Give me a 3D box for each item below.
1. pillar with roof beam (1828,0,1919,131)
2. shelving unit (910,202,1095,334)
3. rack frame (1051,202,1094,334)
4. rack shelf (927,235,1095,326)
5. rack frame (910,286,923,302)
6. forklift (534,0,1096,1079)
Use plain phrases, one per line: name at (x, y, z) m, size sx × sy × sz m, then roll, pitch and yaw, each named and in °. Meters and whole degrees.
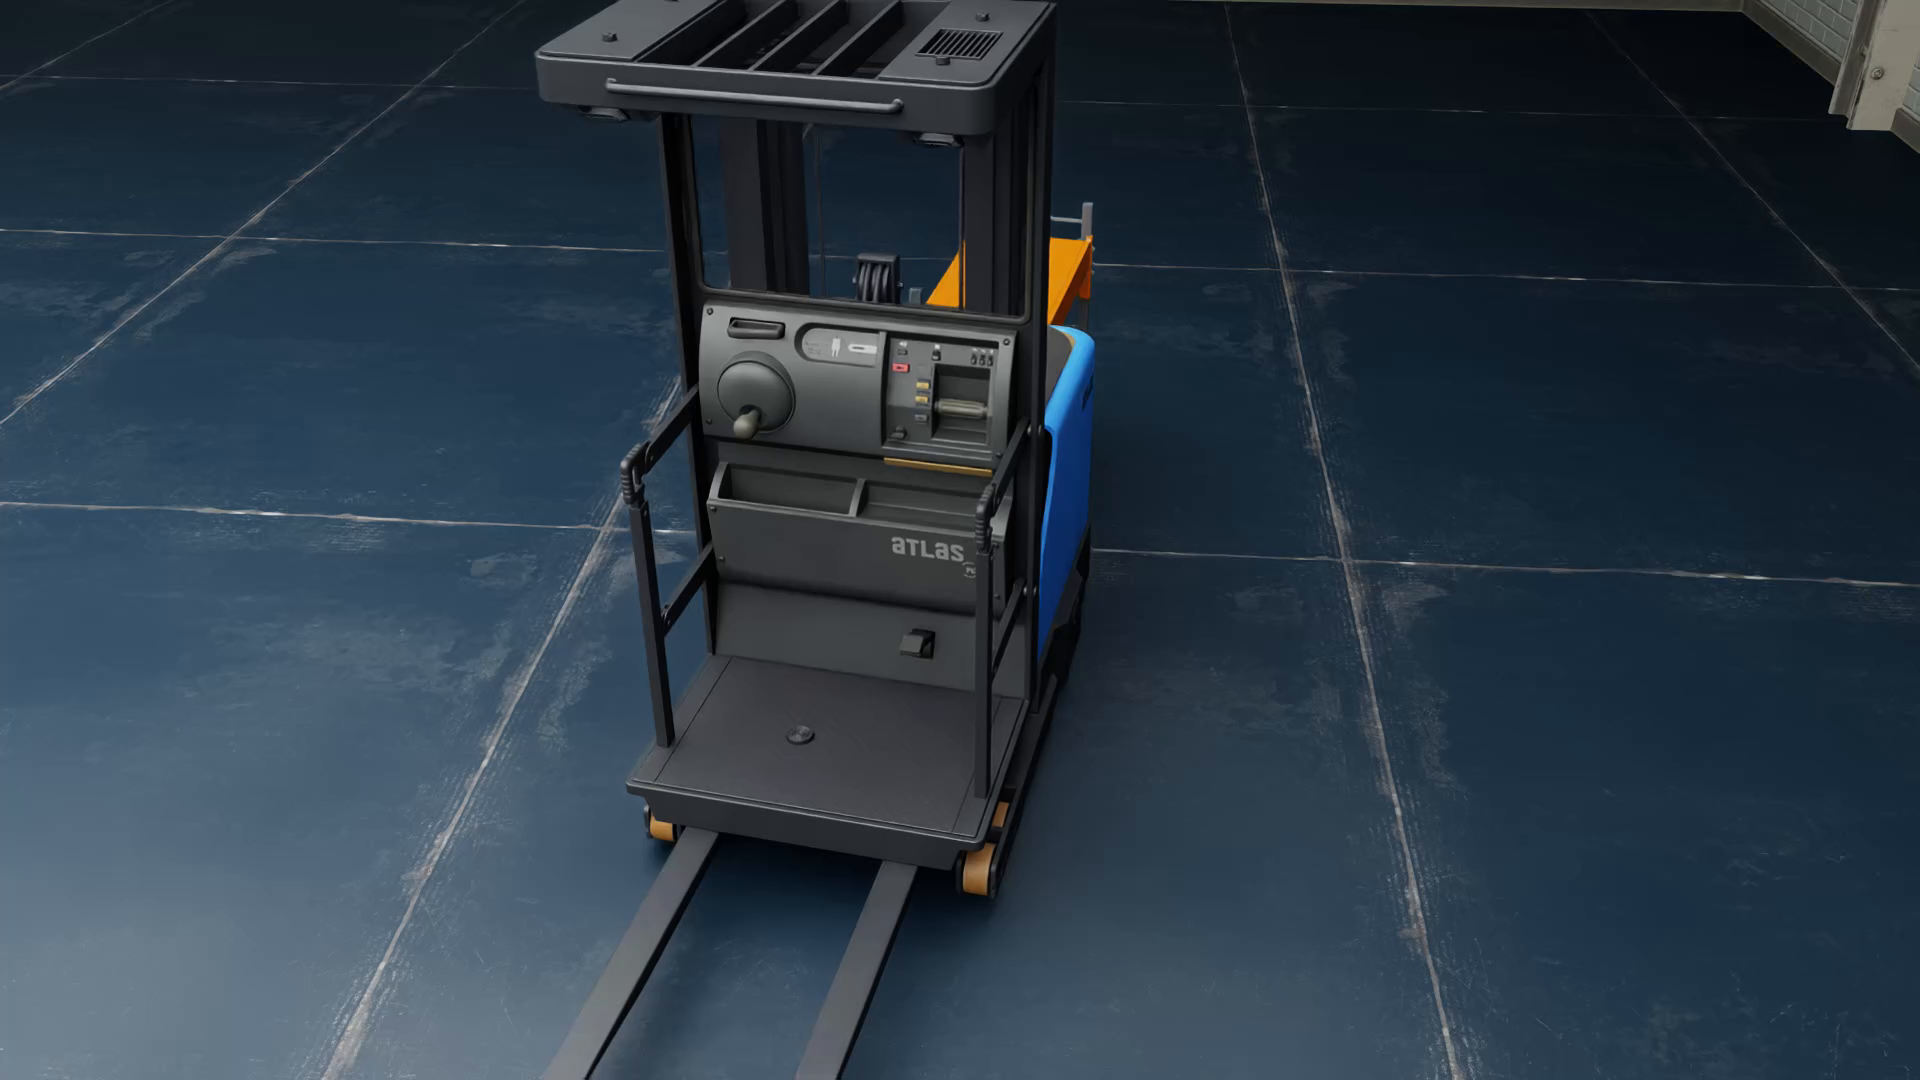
pillar with roof beam at (1.897, -6.892, 9.357) m, size 9.100 × 9.000 × 0.400 m, roll 2°, pitch 32°, yaw 4°
shelving unit at (0.185, -0.677, 6.777) m, size 0.538 × 1.125 × 1.048 m, roll 7°, pitch 32°, yaw 12°
rack frame at (0.307, -0.936, 7.197) m, size 0.500 × 1.125 × 0.032 m, roll 7°, pitch 32°, yaw 12°
rack shelf at (0.185, -0.927, 6.624) m, size 0.538 × 0.278 × 1.000 m, roll 7°, pitch 32°, yaw 12°
rack frame at (0.062, -0.419, 6.357) m, size 0.500 × 1.125 × 0.032 m, roll 7°, pitch 32°, yaw 12°
forklift at (-0.352, -0.399, 4.604) m, size 1.130 × 2.935 × 3.031 m, roll 7°, pitch 32°, yaw 12°
